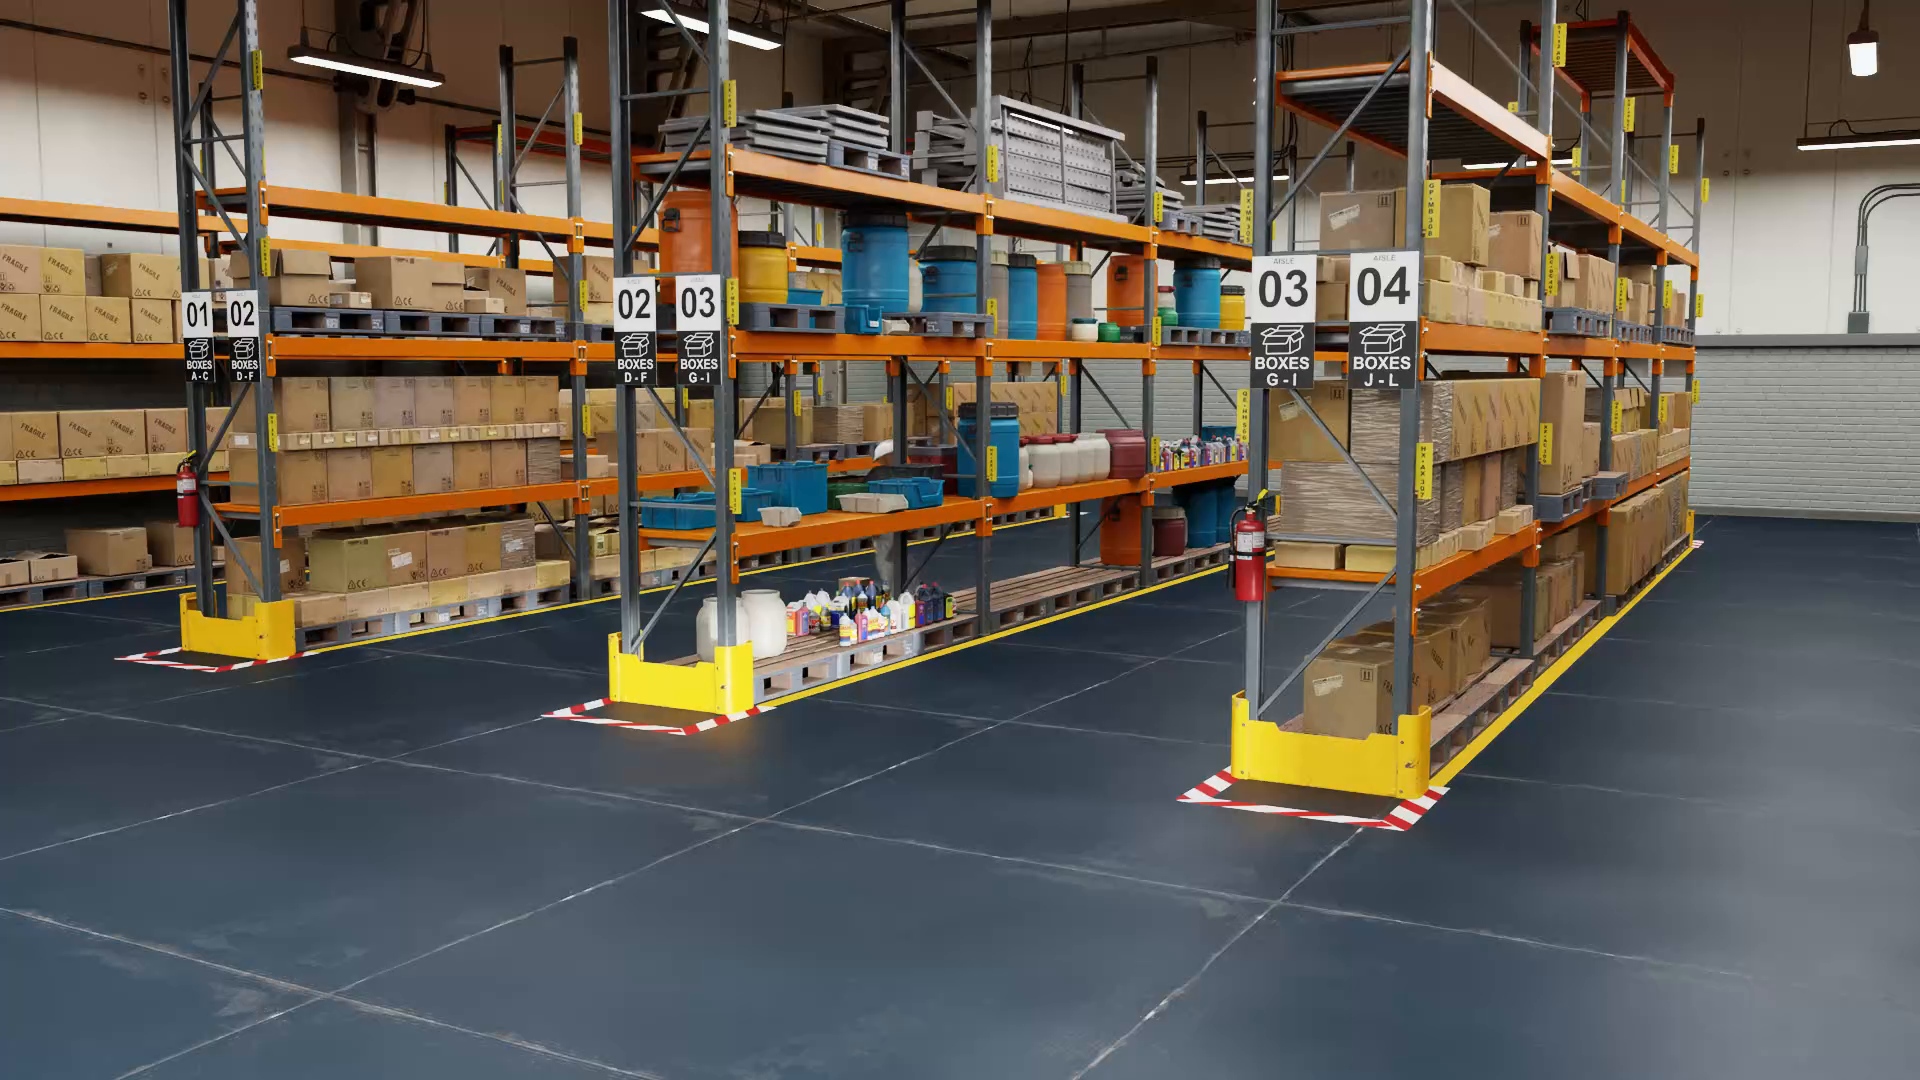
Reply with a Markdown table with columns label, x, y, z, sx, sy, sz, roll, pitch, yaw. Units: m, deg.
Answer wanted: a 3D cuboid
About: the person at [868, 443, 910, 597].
| label | x | y | z | sx | sy | sz | roll | pitch | yaw |
| --- | --- | --- | --- | --- | --- | --- | --- | --- | --- |
| person | -0.742 | -0.167 | 17.784 | 0.409 | 1.738 | 0.581 | 3 | 7 | 30 |
